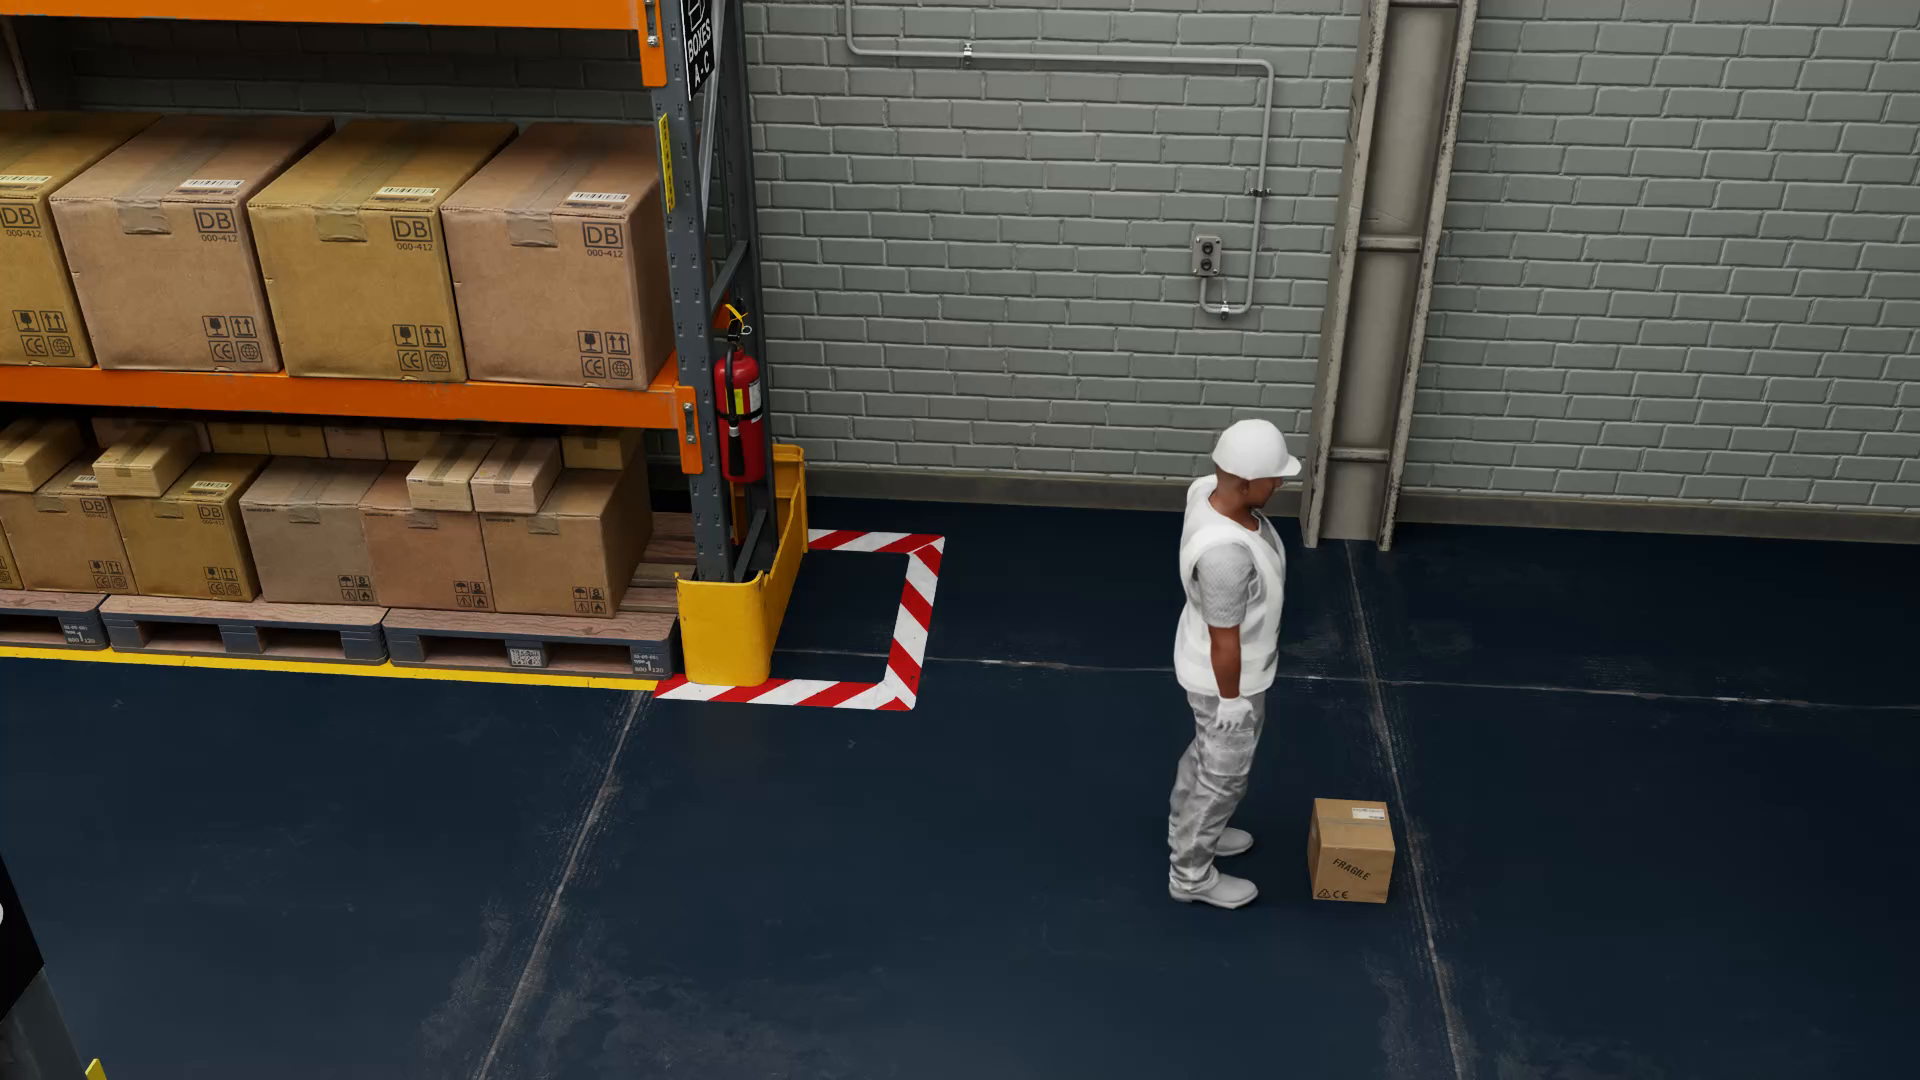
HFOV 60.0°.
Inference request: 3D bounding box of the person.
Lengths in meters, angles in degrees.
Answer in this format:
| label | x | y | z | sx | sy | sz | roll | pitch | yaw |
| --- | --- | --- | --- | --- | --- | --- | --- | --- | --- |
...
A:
| label | x | y | z | sx | sy | sz | roll | pitch | yaw |
| --- | --- | --- | --- | --- | --- | --- | --- | --- | --- |
| person | 0.871 | 0.404 | 5.468 | 0.361 | 1.776 | 0.548 | 3 | 32 | 5 |
